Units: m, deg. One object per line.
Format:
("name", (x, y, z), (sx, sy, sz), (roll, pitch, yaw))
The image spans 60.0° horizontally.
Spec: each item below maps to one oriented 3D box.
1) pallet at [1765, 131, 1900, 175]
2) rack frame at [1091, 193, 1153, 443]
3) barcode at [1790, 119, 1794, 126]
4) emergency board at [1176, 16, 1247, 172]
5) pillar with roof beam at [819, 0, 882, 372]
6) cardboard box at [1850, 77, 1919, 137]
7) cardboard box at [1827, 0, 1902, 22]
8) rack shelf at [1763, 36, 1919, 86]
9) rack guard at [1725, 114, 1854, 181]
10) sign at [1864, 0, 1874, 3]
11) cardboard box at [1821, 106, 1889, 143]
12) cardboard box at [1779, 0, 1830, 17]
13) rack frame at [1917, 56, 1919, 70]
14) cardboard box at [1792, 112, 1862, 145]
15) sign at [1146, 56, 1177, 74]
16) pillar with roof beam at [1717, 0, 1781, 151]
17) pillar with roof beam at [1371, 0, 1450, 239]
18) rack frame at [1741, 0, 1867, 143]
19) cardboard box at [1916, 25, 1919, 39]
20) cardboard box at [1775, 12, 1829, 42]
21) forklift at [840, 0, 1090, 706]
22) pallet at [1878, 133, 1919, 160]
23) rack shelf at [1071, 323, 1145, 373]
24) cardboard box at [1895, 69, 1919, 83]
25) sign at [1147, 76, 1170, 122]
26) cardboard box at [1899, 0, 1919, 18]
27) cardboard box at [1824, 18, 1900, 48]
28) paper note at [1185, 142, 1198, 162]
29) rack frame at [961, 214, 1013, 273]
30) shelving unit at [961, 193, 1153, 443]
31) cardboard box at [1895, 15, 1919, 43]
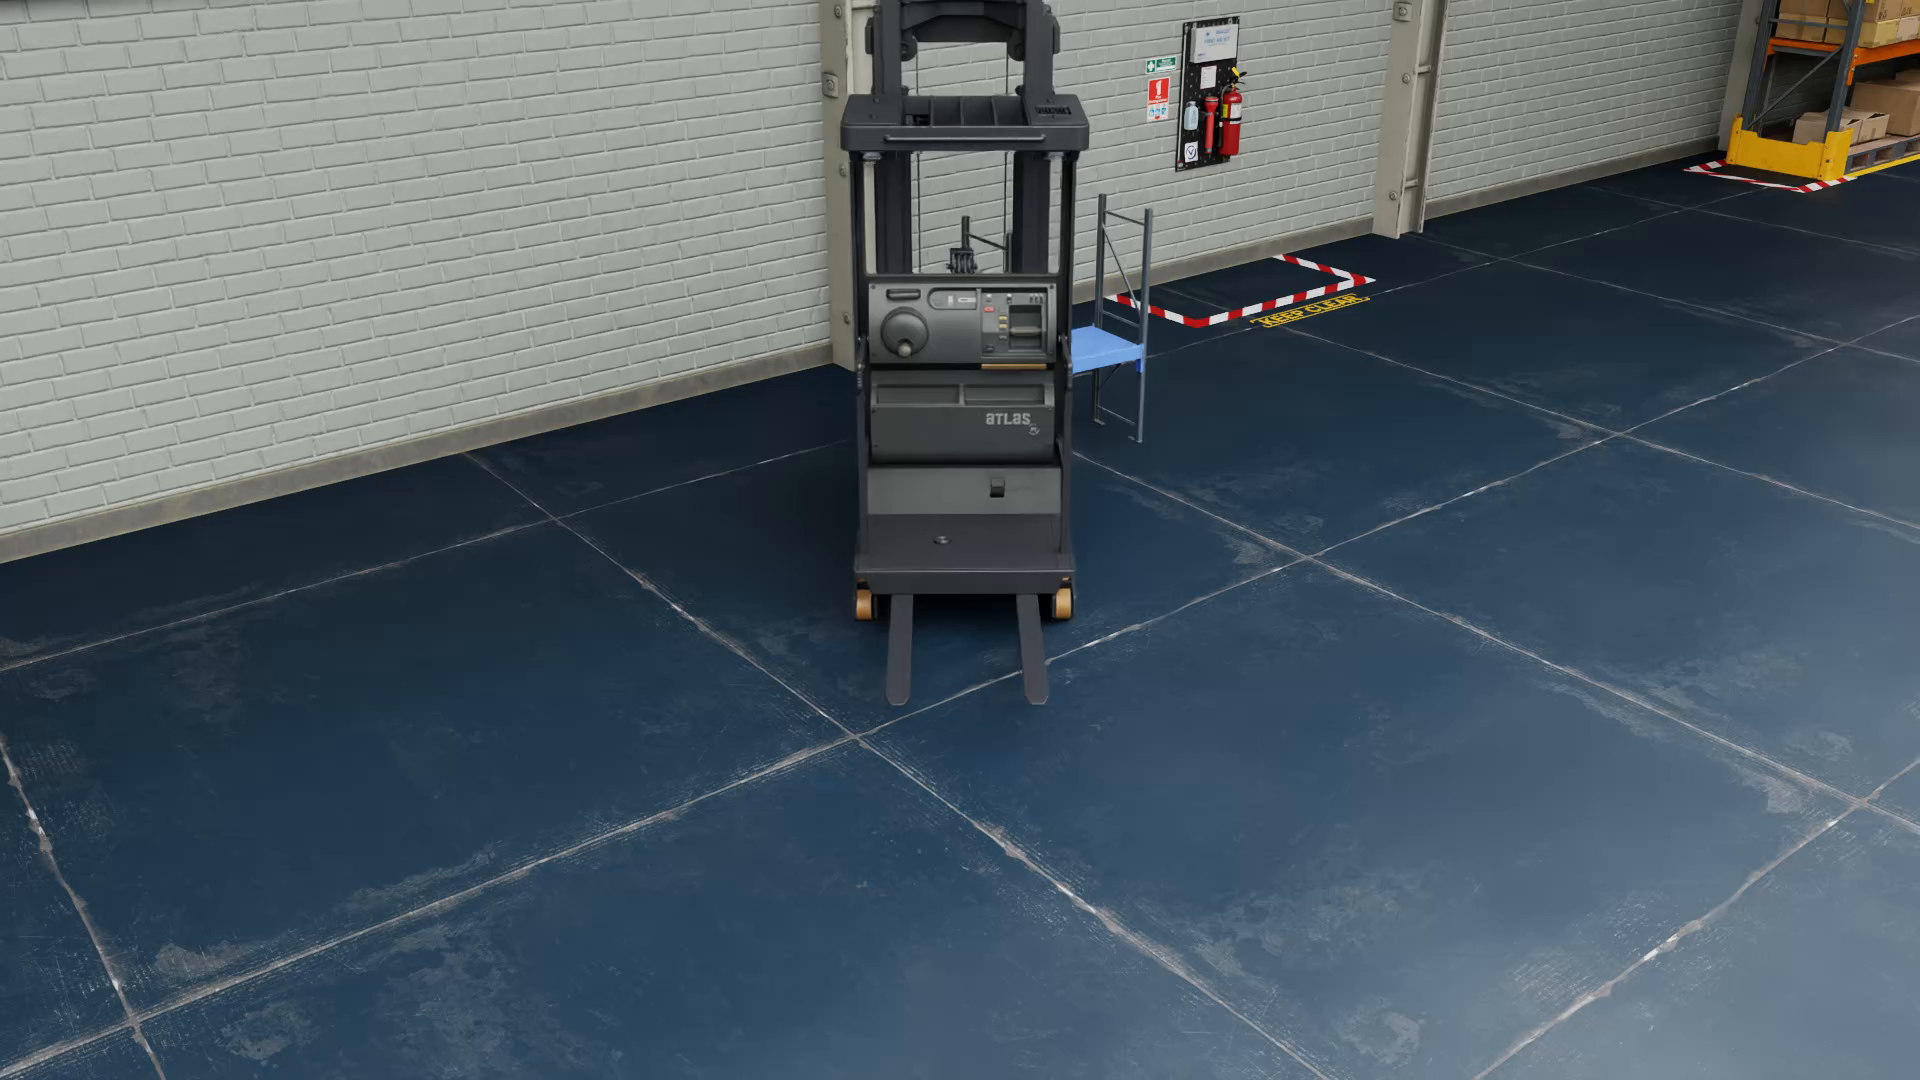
("pallet", (9.462, -4.256, 18.170), (1.213, 0.211, 1.003), (-18, 31, -34))
("rack frame", (1.009, -1.386, 10.454), (0.032, 1.500, 0.500), (-15, 29, -29))
("barcode", (9.108, -4.573, 18.202), (0.075, 0.075, 0.001), (-18, 31, -34))
("emergency board", (2.068, -3.583, 13.406), (0.643, 1.169, 0.194), (-18, 31, -34))
("pillar with roof beam", (1.971, -3.948, 7.068), (0.400, 9.000, 9.100), (-18, 31, -34))
("cardboard box", (10.398, -4.840, 18.562), (0.500, 0.500, 0.700), (-21, 32, -37))
("cardboard box", (9.302, -5.608, 17.034), (0.500, 0.500, 0.500), (-18, 31, -34))
("rack shelf", (10.315, -5.495, 18.382), (4.000, 0.370, 1.077), (-18, 31, -34))
("rack guard", (8.801, -4.188, 17.680), (0.348, 0.500, 1.175), (-18, 31, -34))
("sign", (9.076, -5.515, 16.542), (0.005, 0.325, 0.100), (-18, 31, -34))
("cardboard box", (9.790, -4.580, 18.227), (0.500, 0.311, 0.500), (-15, 29, -30))
("cardboard box", (8.981, -5.776, 17.396), (0.500, 0.500, 0.500), (-19, 31, -35))
("rack frame", (11.889, -6.341, 19.350), (0.127, 3.000, 1.000), (-18, 31, -34))
("cardboard box", (9.341, -4.432, 17.908), (0.500, 0.311, 0.500), (-23, 33, -40))
("sign", (1.579, -3.728, 13.048), (0.331, 0.109, 0.001), (-18, 31, -34))
("pillar with roof beam", (11.414, -7.066, 13.785), (0.400, 9.000, 9.100), (-18, 31, -34))
("pillar with roof beam", (6.693, -5.507, 10.427), (0.400, 9.000, 9.100), (-18, 31, -34))
("rack frame", (8.741, -5.302, 17.111), (0.127, 3.000, 1.000), (-18, 31, -34))
("cardboard box", (10.125, -5.535, 17.767), (0.500, 0.250, 0.500), (-19, 31, -35))
("cardboard box", (8.989, -5.429, 17.539), (0.500, 0.250, 0.500), (-18, 30, -33))
("forklift", (0.017, -1.054, 8.039), (1.130, 2.935, 3.031), (0, 25, -1))
("pallet", (10.421, -4.572, 18.850), (1.213, 0.211, 1.003), (-18, 31, -34))
("rack shelf", (0.582, -1.107, 10.280), (1.000, 0.185, 0.538), (-15, 29, -29))
("cardboard box", (11.097, -5.124, 19.174), (0.500, 0.500, 0.500), (-21, 32, -38))
("sign", (1.570, -3.489, 13.163), (0.234, 0.329, 0.001), (-18, 31, -34))
("cardboard box", (9.697, -5.733, 17.303), (0.500, 0.500, 0.500), (-18, 30, -34))
("cardboard box", (9.321, -5.265, 17.185), (0.500, 0.250, 0.500), (-19, 31, -35))
("paper note", (1.886, -3.160, 13.542), (0.142, 0.148, 0.016), (-18, 31, -34))
("rack frame", (0.155, -1.154, 9.955), (0.032, 1.500, 0.500), (-15, 29, -29))
("shelving unit", (0.582, -1.270, 10.205), (1.048, 1.500, 0.538), (-15, 29, -29))
("cardboard box", (9.721, -5.404, 17.486), (0.500, 0.250, 0.500), (-19, 31, -36))
